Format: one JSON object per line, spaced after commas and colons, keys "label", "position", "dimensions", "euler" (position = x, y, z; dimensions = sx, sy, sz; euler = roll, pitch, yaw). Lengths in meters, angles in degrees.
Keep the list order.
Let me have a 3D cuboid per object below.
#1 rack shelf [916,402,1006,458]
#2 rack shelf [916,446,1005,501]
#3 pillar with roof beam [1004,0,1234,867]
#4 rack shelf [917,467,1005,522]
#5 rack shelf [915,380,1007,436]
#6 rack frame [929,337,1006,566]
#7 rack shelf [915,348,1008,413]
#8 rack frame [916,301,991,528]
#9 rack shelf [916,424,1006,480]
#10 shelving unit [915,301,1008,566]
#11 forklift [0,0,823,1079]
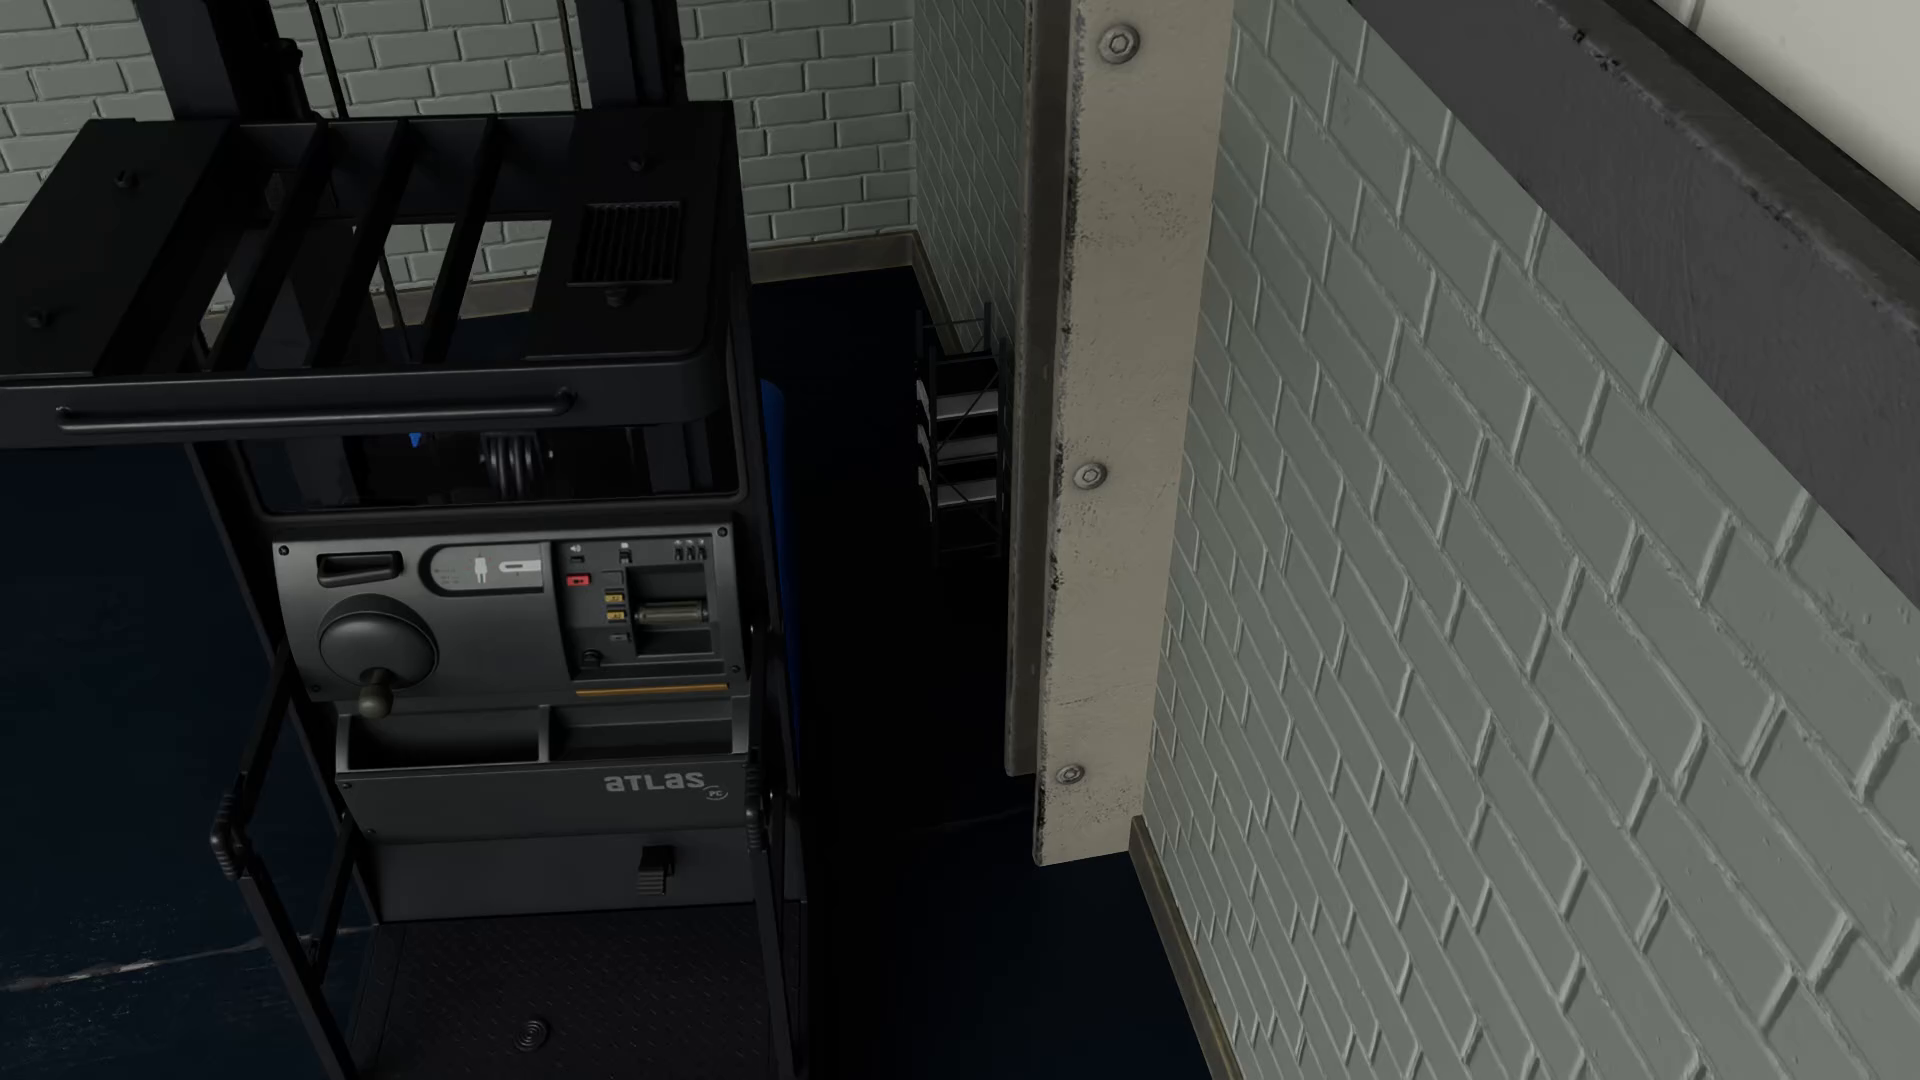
{"label": "rack shelf", "position": [0.002, -0.374, 5.408], "dimensions": [0.258, 0.077, 0.200], "euler": [-8, 42, -9]}
{"label": "rack shelf", "position": [0.002, -0.239, 5.527], "dimensions": [0.258, 0.077, 0.200], "euler": [-8, 42, -9]}
{"label": "pillar with roof beam", "position": [-3.880, -1.974, 1.195], "dimensions": [9.100, 9.000, 0.400], "euler": [-8, 42, -9]}
{"label": "rack shelf", "position": [0.002, -0.172, 5.587], "dimensions": [0.258, 0.077, 0.200], "euler": [-8, 42, -9]}
{"label": "rack shelf", "position": [0.002, -0.441, 5.348], "dimensions": [0.258, 0.077, 0.200], "euler": [-8, 42, -9]}
{"label": "rack frame", "position": [0.024, -0.265, 5.371], "dimensions": [0.240, 0.900, 0.006], "euler": [-8, 42, -9]}
{"label": "rack shelf", "position": [0.002, -0.508, 5.288], "dimensions": [0.258, 0.077, 0.200], "euler": [-8, 42, -9]}
{"label": "rack frame", "position": [-0.020, -0.397, 5.520], "dimensions": [0.240, 0.900, 0.006], "euler": [-8, 42, -9]}
{"label": "rack shelf", "position": [0.002, -0.306, 5.467], "dimensions": [0.258, 0.077, 0.200], "euler": [-8, 42, -9]}
{"label": "shelving unit", "position": [0.002, -0.331, 5.445], "dimensions": [0.258, 0.900, 0.210], "euler": [-8, 42, -9]}
{"label": "forklift", "position": [-0.908, 0.238, 3.274], "dimensions": [1.130, 2.935, 3.031], "euler": [-2, 42, -3]}
